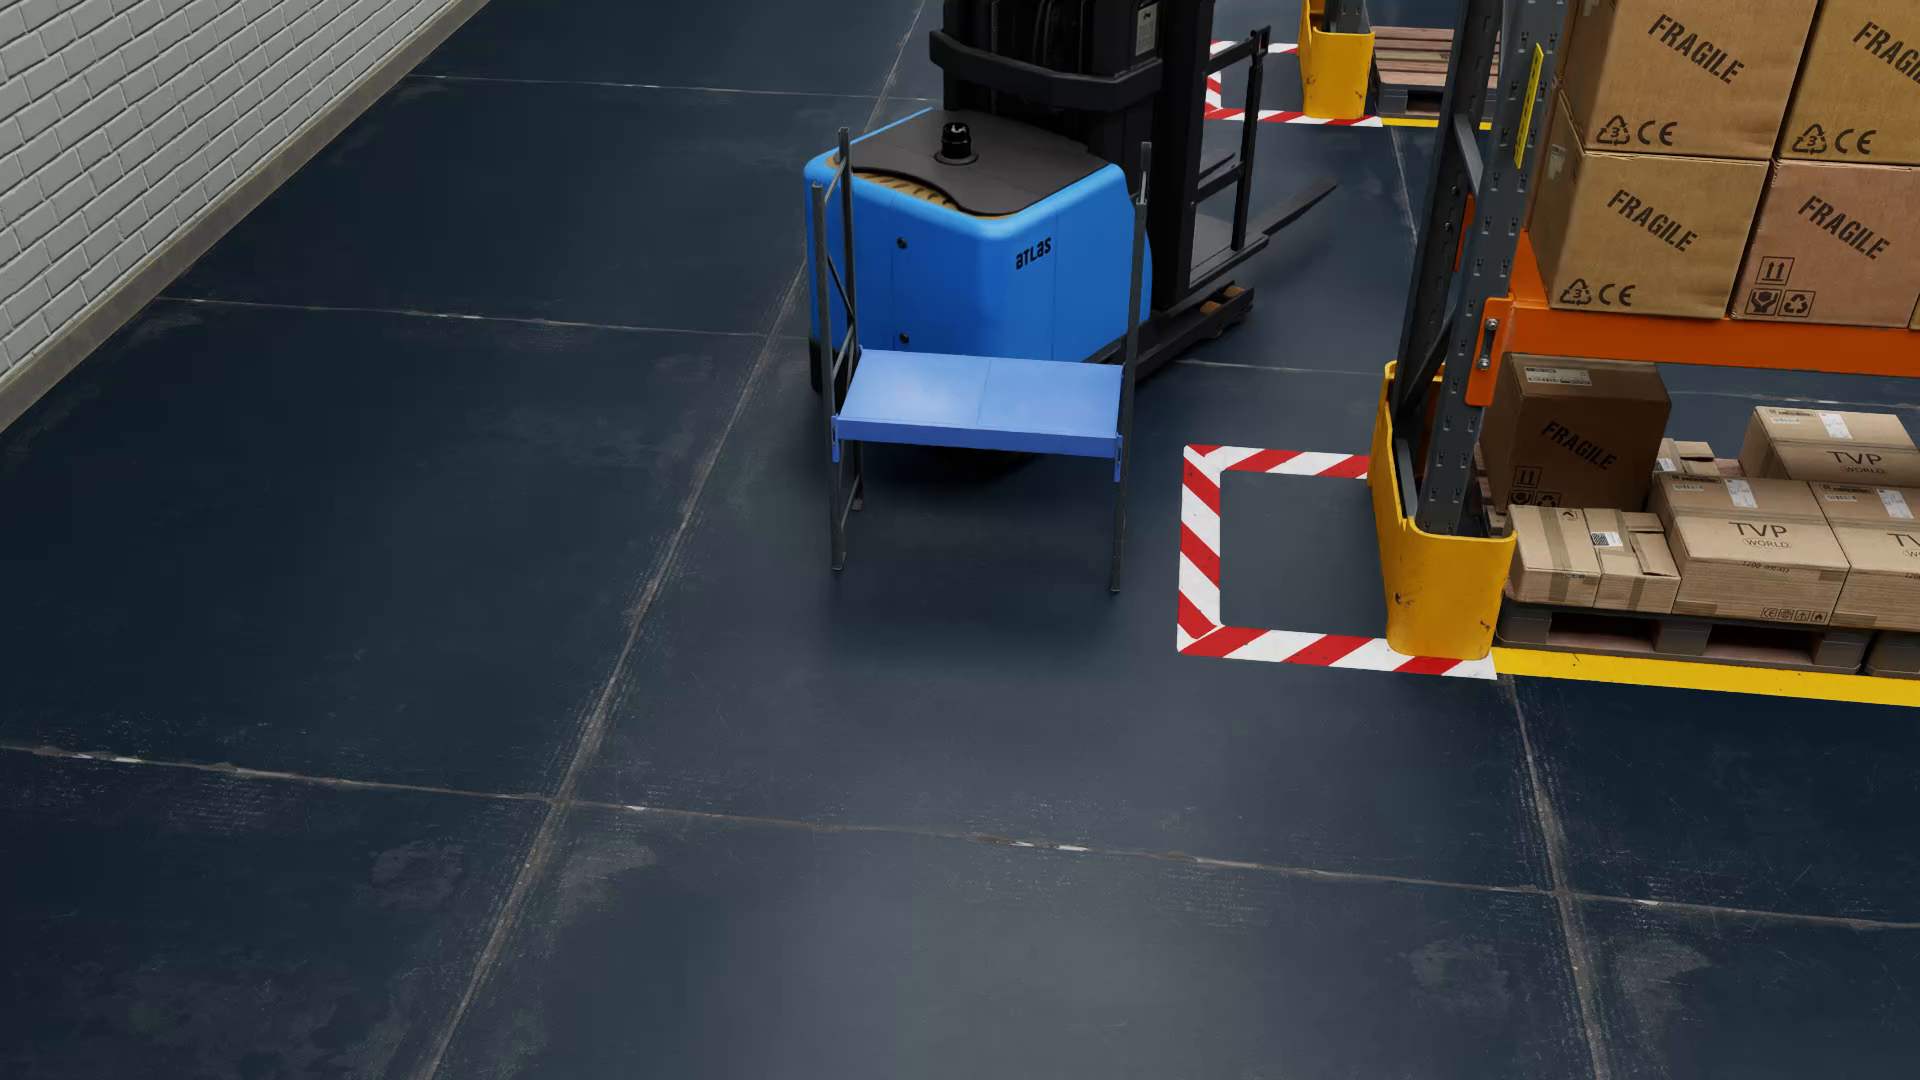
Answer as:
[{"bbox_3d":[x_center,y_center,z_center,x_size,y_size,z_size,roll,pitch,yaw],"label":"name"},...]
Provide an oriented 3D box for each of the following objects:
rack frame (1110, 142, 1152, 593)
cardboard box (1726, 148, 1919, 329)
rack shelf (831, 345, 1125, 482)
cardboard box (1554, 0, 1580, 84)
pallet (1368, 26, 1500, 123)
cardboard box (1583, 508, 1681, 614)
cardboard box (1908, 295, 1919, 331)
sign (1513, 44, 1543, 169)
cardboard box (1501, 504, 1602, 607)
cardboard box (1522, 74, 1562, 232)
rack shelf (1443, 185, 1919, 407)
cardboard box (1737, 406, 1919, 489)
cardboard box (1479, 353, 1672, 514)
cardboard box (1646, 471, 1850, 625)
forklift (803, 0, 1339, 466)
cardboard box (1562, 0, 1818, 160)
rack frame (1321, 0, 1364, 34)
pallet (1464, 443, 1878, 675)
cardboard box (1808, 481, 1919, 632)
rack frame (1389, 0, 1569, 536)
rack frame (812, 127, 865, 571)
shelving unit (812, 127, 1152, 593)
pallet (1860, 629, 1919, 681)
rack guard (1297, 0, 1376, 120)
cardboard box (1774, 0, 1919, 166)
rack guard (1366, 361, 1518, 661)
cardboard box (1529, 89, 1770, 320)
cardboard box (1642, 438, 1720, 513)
[{"bbox_3d":[0.589,-0.567,5.753,0.032,1.500,0.500,4,36,6],"label":"rack frame"},{"bbox_3d":[2.560,-0.980,4.956,0.500,0.500,0.500,4,36,5],"label":"cardboard box"},{"bbox_3d":[0.085,-0.458,5.910,1.000,0.185,0.538,4,36,6],"label":"rack shelf"},{"bbox_3d":[2.117,-1.733,5.149,0.500,0.500,0.500,4,36,6],"label":"cardboard box"},{"bbox_3d":[3.089,-2.795,9.985,1.213,0.211,1.003,4,36,6],"label":"pallet"},{"bbox_3d":[2.260,0.062,5.641,0.250,0.166,0.380,4,36,6],"label":"cardboard box"},{"bbox_3d":[3.057,-0.942,4.901,0.500,0.500,0.500,4,36,6],"label":"cardboard box"},{"bbox_3d":[1.572,-1.199,4.603,0.005,0.325,0.100,4,36,6],"label":"sign"},{"bbox_3d":[2.013,0.051,5.672,0.250,0.149,0.380,4,36,6],"label":"cardboard box"},{"bbox_3d":[2.120,-1.324,5.437,0.500,0.500,0.500,5,36,7],"label":"cardboard box"},{"bbox_3d":[3.625,-0.719,5.294,4.000,0.370,1.077,4,36,6],"label":"rack shelf"},{"bbox_3d":[3.150,-0.234,5.983,0.500,0.250,0.500,4,36,6],"label":"cardboard box"},{"bbox_3d":[2.212,-0.423,6.034,0.500,0.500,0.500,4,36,6],"label":"cardboard box"},{"bbox_3d":[2.640,0.021,5.626,0.500,0.250,0.500,4,36,6],"label":"cardboard box"},{"bbox_3d":[0.696,-2.271,6.909,1.130,2.935,3.031,26,43,31],"label":"forklift"},{"bbox_3d":[2.048,-1.423,4.714,0.500,0.500,0.500,5,36,7],"label":"cardboard box"},{"bbox_3d":[2.276,-4.013,9.291,0.127,3.000,1.000,4,36,6],"label":"rack frame"},{"bbox_3d":[2.507,0.040,6.013,1.213,0.211,1.003,4,36,6],"label":"pallet"},{"bbox_3d":[3.136,0.058,5.575,0.500,0.250,0.500,4,36,6],"label":"cardboard box"},{"bbox_3d":[1.641,-1.160,5.293,0.127,3.000,1.000,4,36,6],"label":"rack frame"},{"bbox_3d":[-0.420,-0.642,5.858,0.032,1.500,0.500,4,36,6],"label":"rack frame"},{"bbox_3d":[0.085,-0.604,5.805,1.048,1.500,0.538,4,36,6],"label":"shelving unit"},{"bbox_3d":[3.714,0.131,5.885,1.213,0.211,1.003,4,36,6],"label":"pallet"},{"bbox_3d":[2.250,-2.990,10.010,0.348,0.500,1.175,4,36,6],"label":"rack guard"},{"bbox_3d":[2.567,-1.388,4.666,0.500,0.500,0.500,5,36,6],"label":"cardboard box"},{"bbox_3d":[1.716,-0.137,6.011,0.348,0.500,1.175,4,36,6],"label":"rack guard"},{"bbox_3d":[2.048,-1.016,5.005,0.500,0.500,0.500,5,36,7],"label":"cardboard box"},{"bbox_3d":[2.602,-0.205,6.016,0.250,0.166,0.380,4,36,6],"label":"cardboard box"}]
